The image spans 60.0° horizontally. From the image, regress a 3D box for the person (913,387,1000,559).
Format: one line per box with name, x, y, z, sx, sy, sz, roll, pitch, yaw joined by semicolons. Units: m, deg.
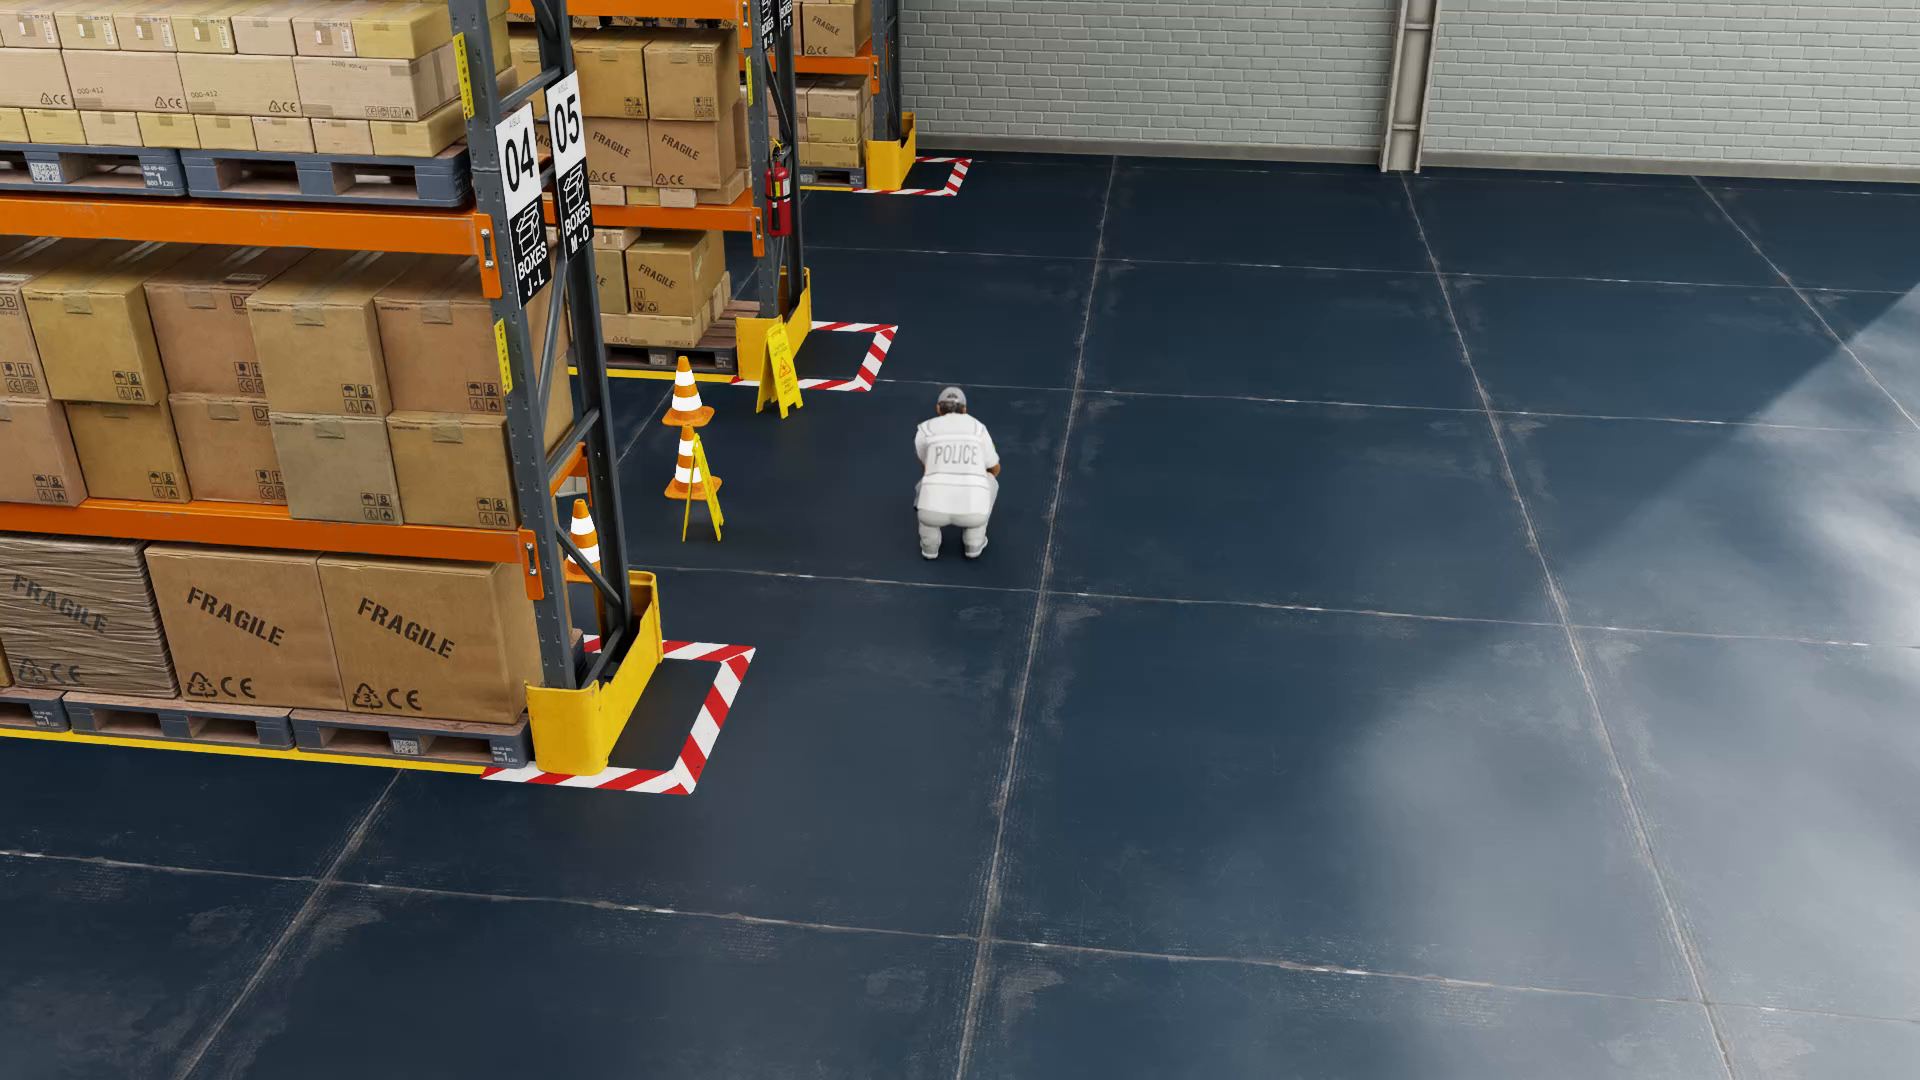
person;-0.033;-0.394;10.121;0.525;0.939;0.842;3;29;6
